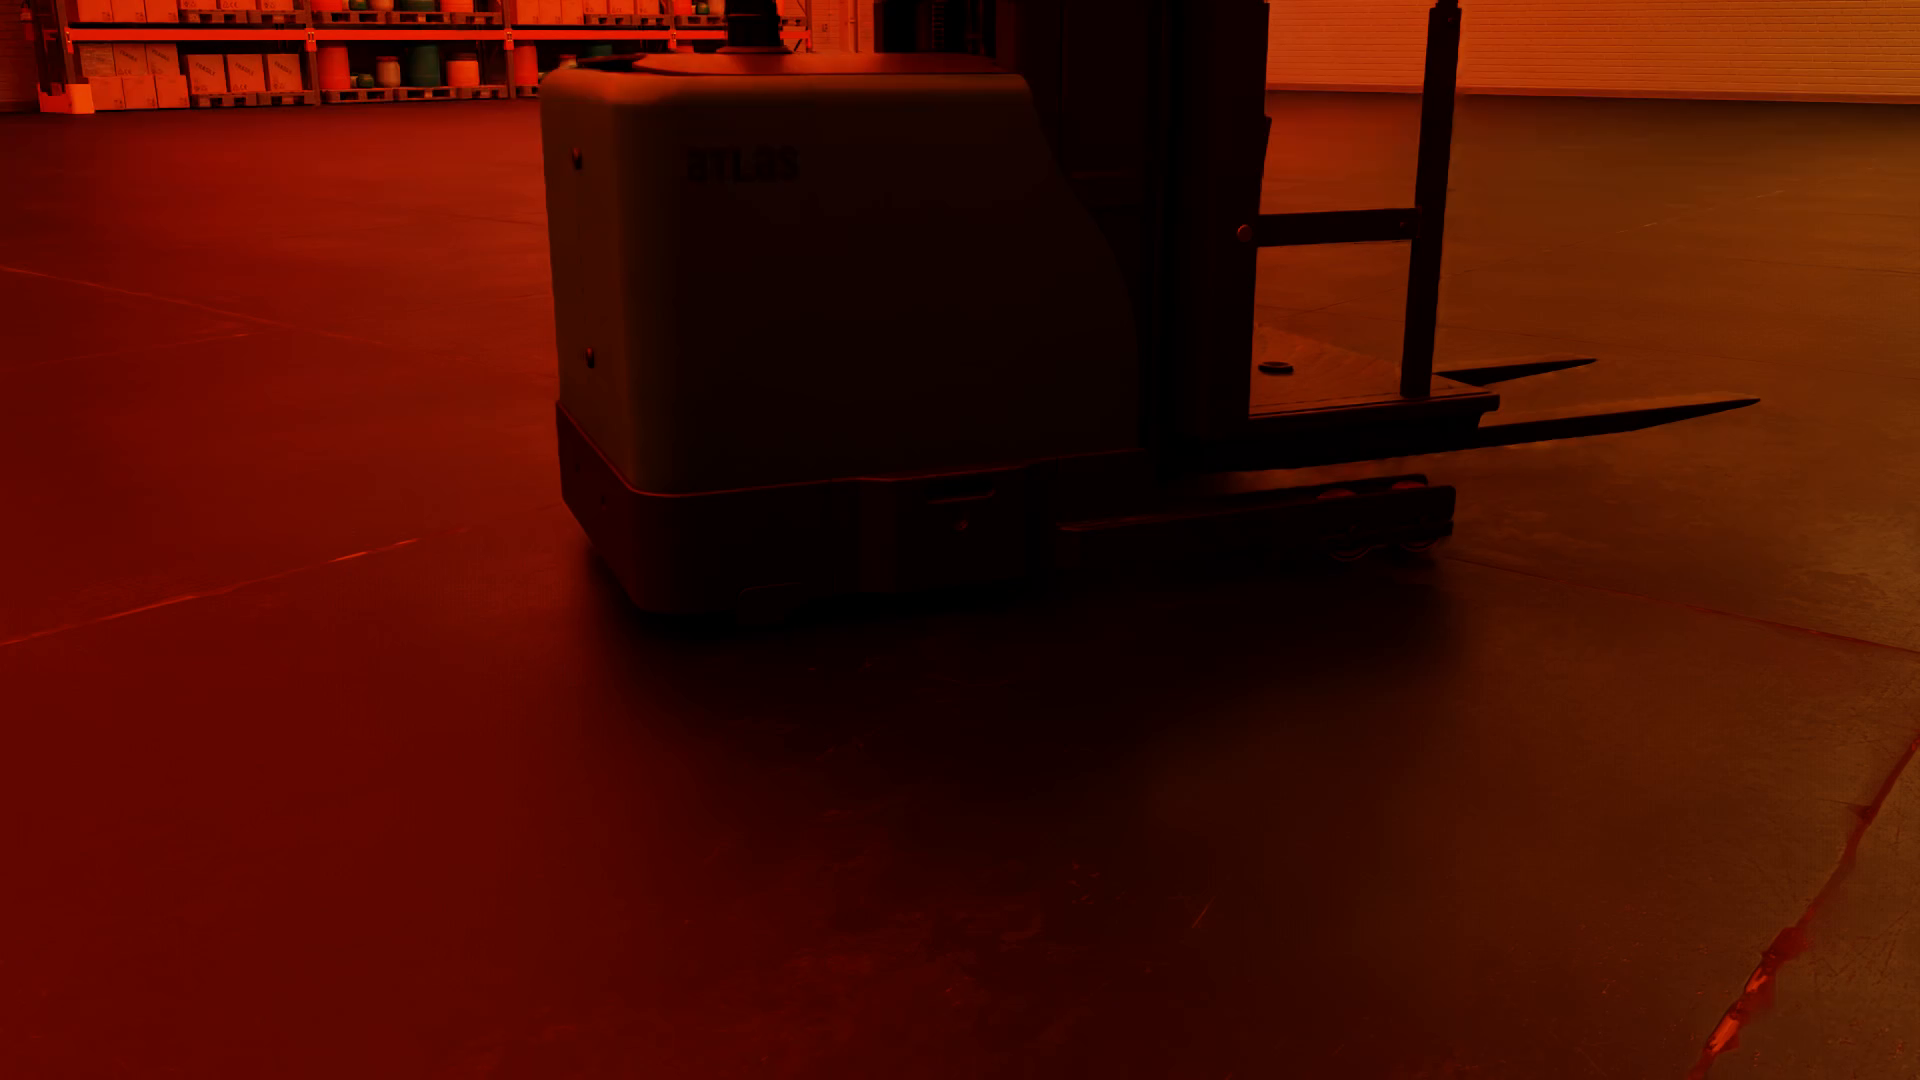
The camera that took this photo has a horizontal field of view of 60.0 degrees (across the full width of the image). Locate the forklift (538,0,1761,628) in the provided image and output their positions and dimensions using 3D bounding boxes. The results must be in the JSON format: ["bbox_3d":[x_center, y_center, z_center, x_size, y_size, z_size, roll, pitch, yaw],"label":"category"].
[{"bbox_3d":[0.599,-1.487,3.793,3.031,2.935,1.130,-7,18,-21],"label":"forklift"}]
